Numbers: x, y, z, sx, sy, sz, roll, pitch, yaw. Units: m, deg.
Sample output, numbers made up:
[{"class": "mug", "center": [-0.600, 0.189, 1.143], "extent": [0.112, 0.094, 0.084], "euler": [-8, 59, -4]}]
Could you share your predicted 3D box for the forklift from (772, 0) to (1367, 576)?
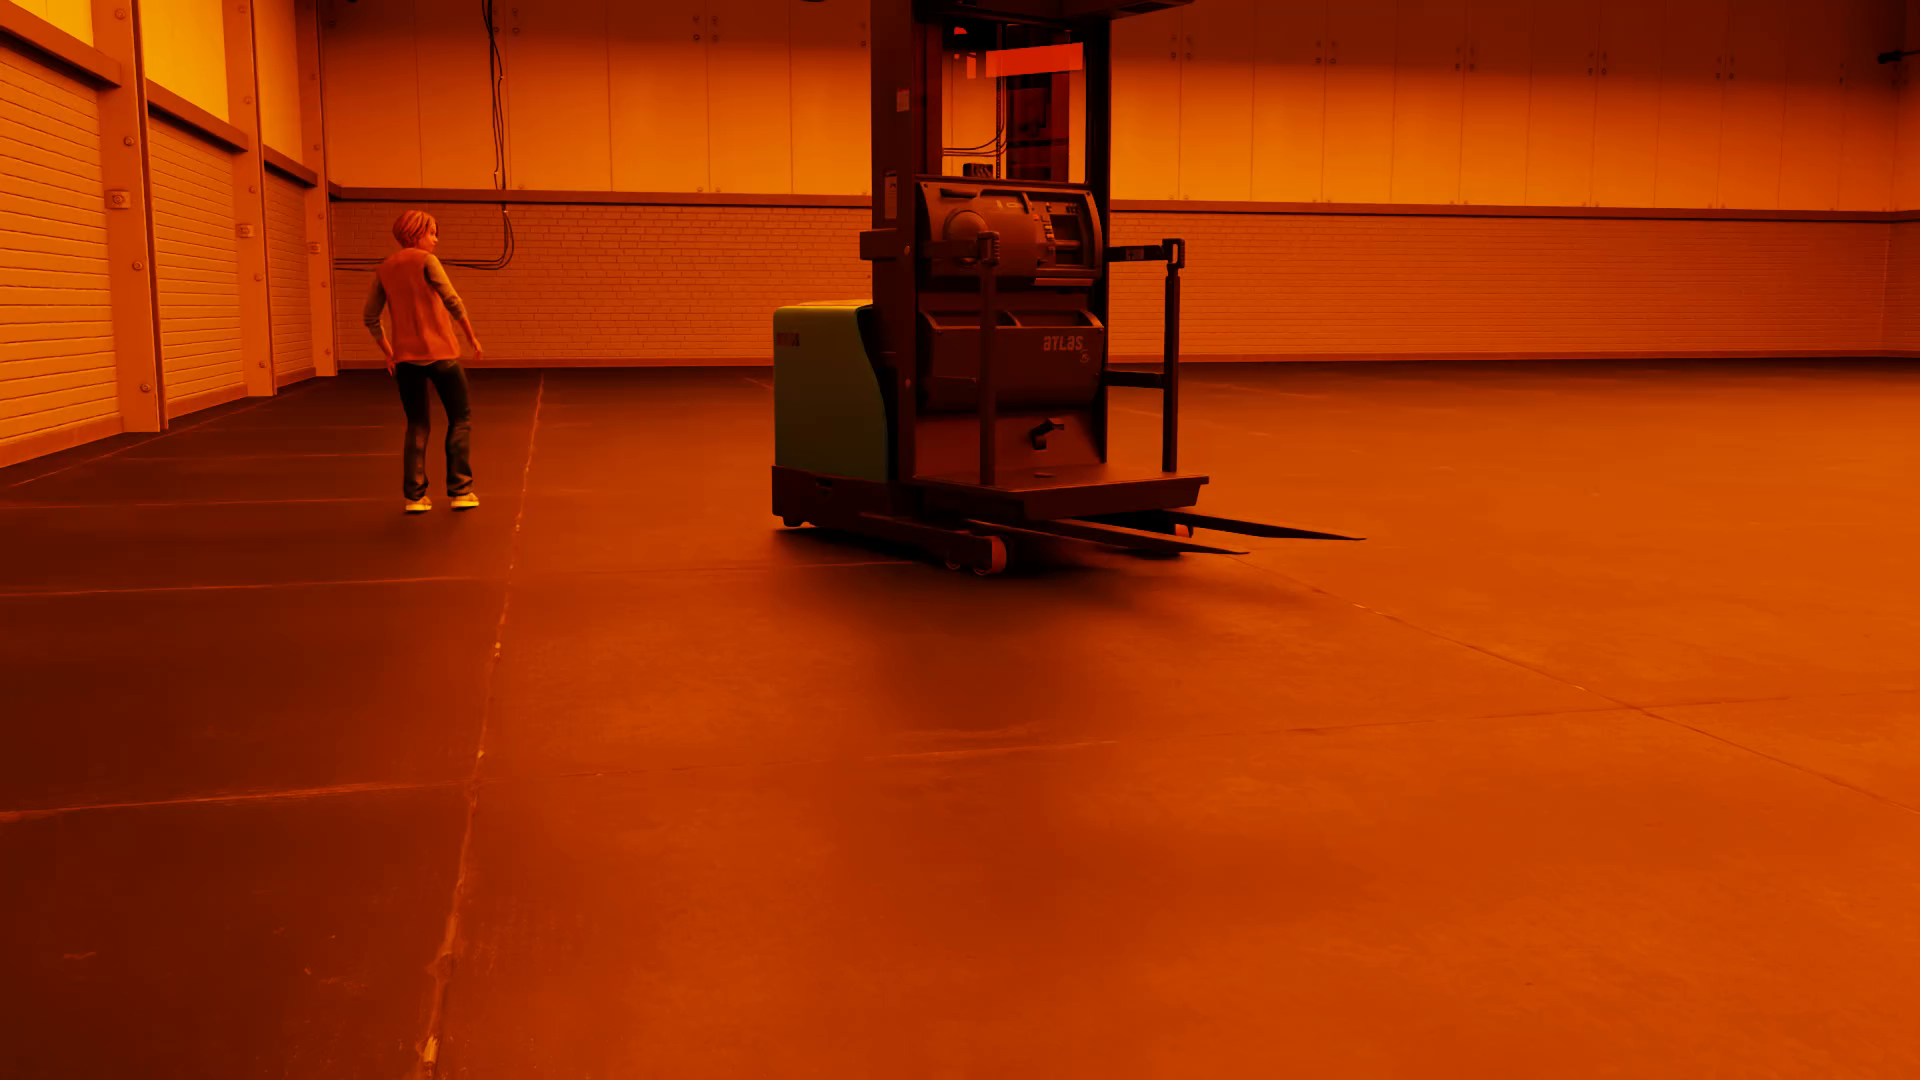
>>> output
[{"class": "forklift", "center": [0.355, -1.383, 7.015], "extent": [1.130, 2.935, 3.031], "euler": [-6, 10, -35]}]

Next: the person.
[{"class": "person", "center": [-2.823, -0.939, 8.772], "extent": [0.608, 1.575, 0.447], "euler": [2, 8, 11]}]
